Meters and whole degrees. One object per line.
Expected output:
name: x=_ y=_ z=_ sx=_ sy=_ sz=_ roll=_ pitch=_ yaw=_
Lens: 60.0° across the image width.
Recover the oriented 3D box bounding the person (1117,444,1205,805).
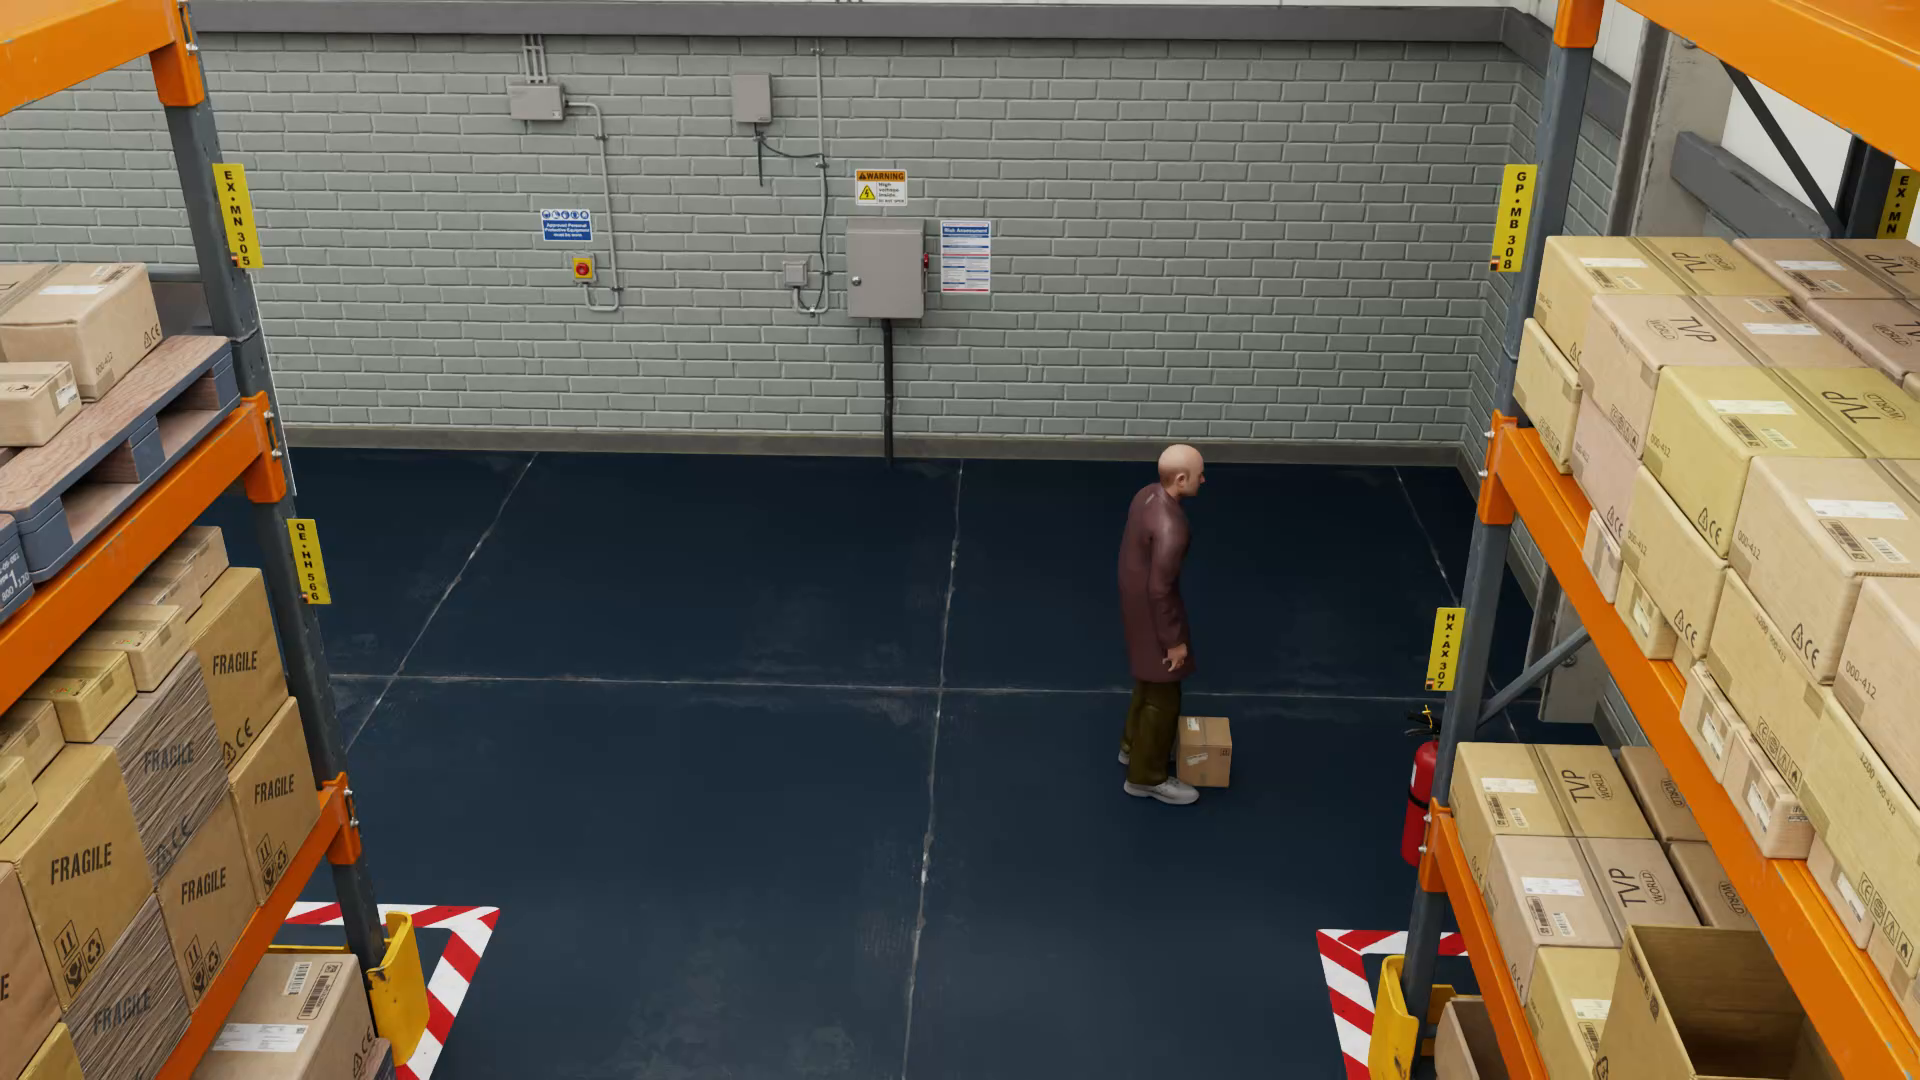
person: x=0.959 y=0.370 z=7.930 sx=0.429 sy=1.772 sz=0.649 roll=-1 pitch=28 yaw=-1
